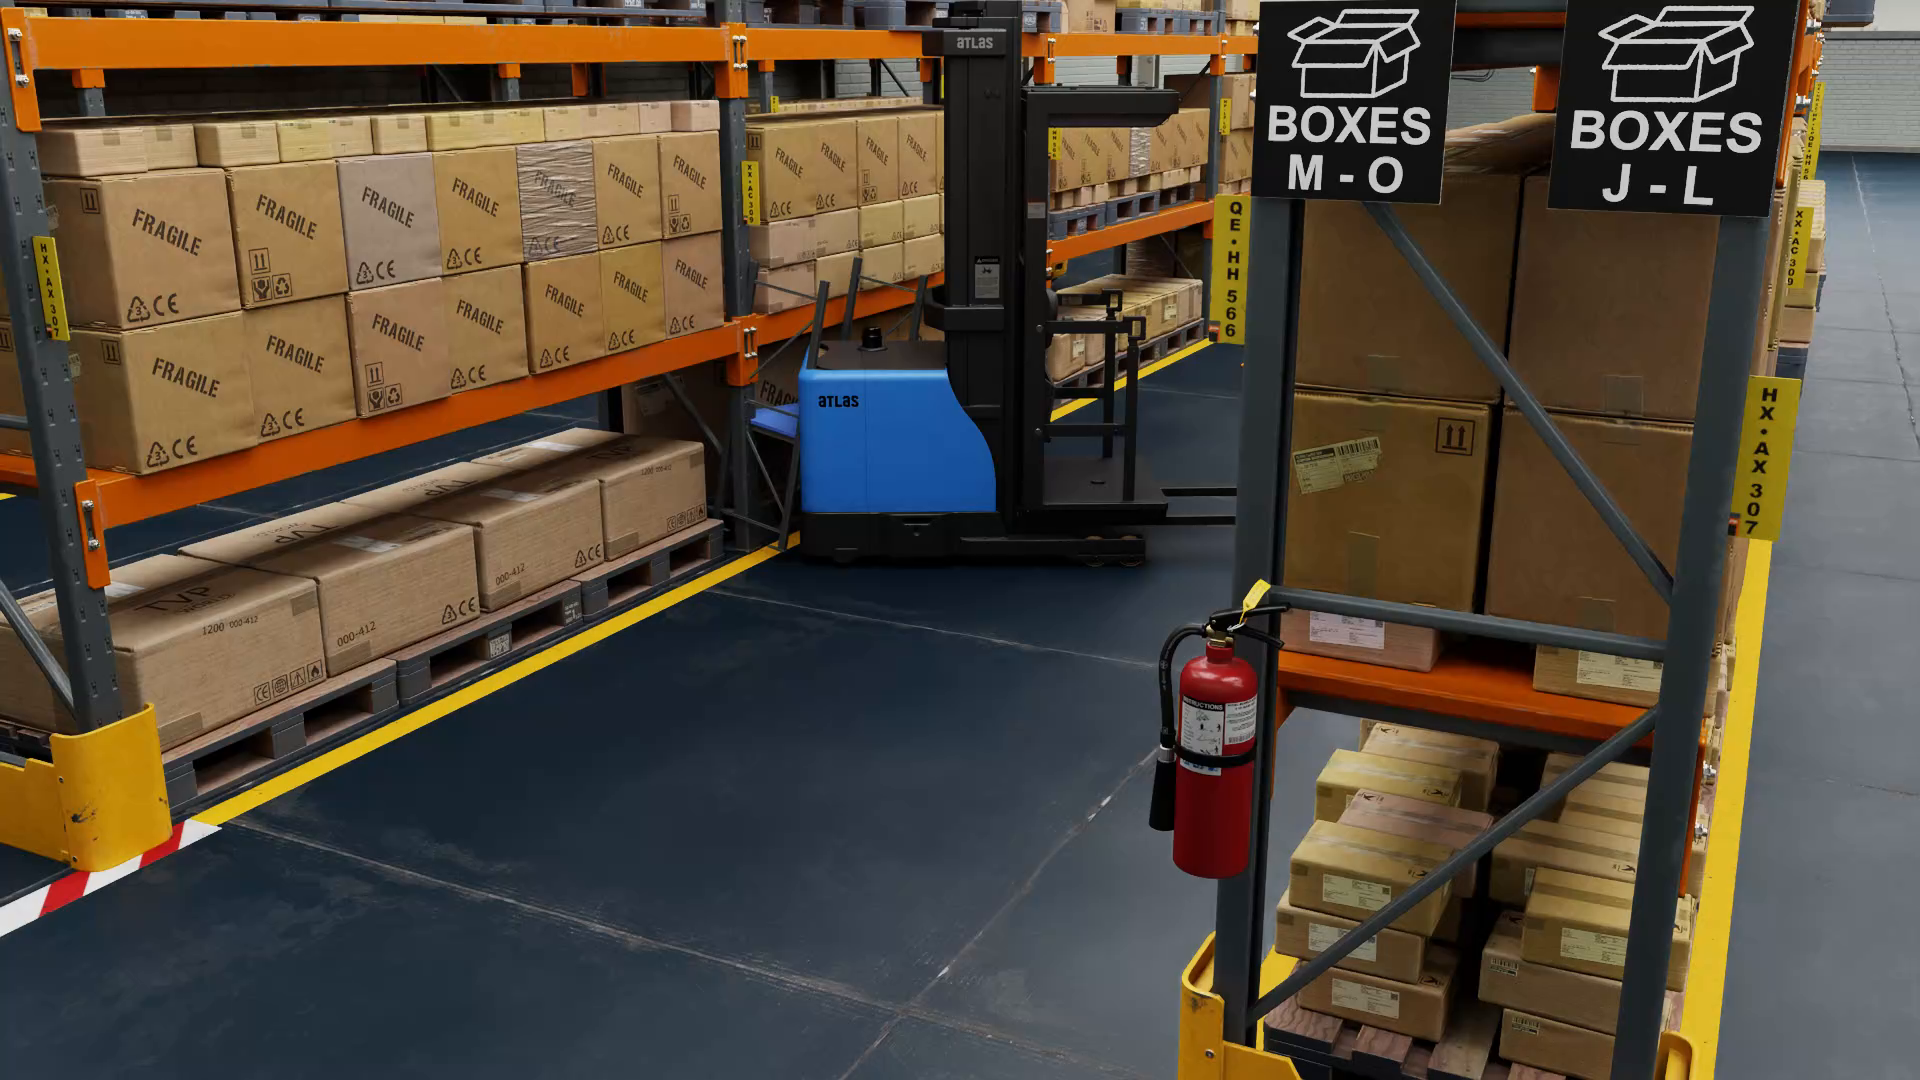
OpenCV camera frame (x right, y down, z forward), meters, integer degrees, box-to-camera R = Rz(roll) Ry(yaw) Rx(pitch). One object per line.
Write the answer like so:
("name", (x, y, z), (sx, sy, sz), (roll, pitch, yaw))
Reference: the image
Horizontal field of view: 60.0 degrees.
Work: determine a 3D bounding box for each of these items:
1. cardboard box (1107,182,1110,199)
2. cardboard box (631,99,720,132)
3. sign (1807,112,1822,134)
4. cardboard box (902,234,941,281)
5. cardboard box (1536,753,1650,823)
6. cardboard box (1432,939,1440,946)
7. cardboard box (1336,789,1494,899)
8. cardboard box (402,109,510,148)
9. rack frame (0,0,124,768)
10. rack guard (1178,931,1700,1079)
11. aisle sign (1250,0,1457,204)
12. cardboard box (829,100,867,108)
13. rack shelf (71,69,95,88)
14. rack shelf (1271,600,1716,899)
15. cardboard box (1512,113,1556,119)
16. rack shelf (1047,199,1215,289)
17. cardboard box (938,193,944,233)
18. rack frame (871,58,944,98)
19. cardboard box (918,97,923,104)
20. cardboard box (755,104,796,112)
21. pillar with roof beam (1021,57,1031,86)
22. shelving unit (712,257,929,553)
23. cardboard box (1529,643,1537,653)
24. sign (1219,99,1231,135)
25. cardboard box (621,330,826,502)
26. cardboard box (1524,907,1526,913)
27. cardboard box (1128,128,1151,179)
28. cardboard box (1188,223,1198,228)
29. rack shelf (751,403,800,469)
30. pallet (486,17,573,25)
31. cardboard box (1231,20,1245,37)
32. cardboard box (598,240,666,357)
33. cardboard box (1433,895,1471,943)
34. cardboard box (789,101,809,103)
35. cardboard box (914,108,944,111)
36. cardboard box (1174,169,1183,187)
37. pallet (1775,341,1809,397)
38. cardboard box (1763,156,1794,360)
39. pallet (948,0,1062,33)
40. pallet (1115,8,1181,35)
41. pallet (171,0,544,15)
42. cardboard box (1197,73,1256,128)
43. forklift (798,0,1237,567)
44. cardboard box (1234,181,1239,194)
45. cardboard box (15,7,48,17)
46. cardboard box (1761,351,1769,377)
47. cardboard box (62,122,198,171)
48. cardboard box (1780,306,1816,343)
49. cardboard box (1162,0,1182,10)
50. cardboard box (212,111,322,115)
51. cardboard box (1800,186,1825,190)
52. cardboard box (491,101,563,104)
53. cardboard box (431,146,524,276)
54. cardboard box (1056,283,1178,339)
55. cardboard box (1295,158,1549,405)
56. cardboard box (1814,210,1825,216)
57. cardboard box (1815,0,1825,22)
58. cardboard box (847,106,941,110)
("cardboard box", (1.004, -2.865, 13.606), (0.380, 0.149, 0.250), (9, 19, 29))
("cardboard box", (-1.447, -2.155, 8.442), (0.380, 0.149, 0.250), (8, 18, 24))
("sign", (6.944, -3.320, 13.540), (0.100, 0.325, 0.005), (8, 18, 25))
("cardboard box", (-0.457, -1.829, 10.678), (0.500, 0.250, 0.500), (8, 18, 24))
("cardboard box", (1.910, 0.770, 4.889), (0.380, 0.149, 0.250), (7, 18, 23))
("cardboard box", (1.165, 1.113, 4.778), (0.380, 0.149, 0.250), (9, 19, 27))
("cardboard box", (1.265, 0.843, 4.642), (0.380, 0.149, 0.250), (8, 19, 26))
("cardboard box", (-2.171, -1.773, 7.155), (0.380, 0.149, 0.250), (8, 18, 25))
("rack frame", (-3.382, -0.417, 5.661), (1.000, 3.000, 0.127), (8, 18, 25))
("rack guard", (1.126, 1.366, 4.048), (1.175, 0.500, 0.348), (8, 18, 25))
("aisle sign", (0.791, -1.079, 3.323), (0.394, 0.787, 0.004), (8, 18, 25))
("cardboard box", (-1.326, -5.115, 19.641), (0.380, 0.149, 0.250), (8, 18, 26))
("rack shelf", (-6.930, -2.650, 9.174), (1.077, 0.370, 4.000), (8, 18, 25))
("rack shelf", (1.986, 0.022, 5.445), (1.077, 0.370, 4.000), (8, 18, 25))
("cardboard box", (2.460, -1.418, 6.576), (0.500, 0.500, 0.500), (9, 19, 27))
("rack shelf", (1.087, -2.619, 14.339), (1.077, 0.370, 4.000), (8, 18, 25))
("cardboard box", (-0.232, -2.203, 11.058), (0.500, 0.250, 0.500), (8, 18, 24))
("rack frame", (-0.674, -5.123, 21.505), (1.000, 3.000, 0.127), (8, 18, 25))
("cardboard box", (-0.646, -5.507, 20.959), (0.380, 0.149, 0.250), (8, 18, 26))
("cardboard box", (-2.034, -4.730, 18.343), (0.380, 0.149, 0.250), (8, 19, 26))
("pillar with roof beam", (4.741, -8.917, 23.741), (9.100, 9.000, 0.400), (8, 18, 25))
("shelving unit", (-0.785, -0.796, 9.419), (0.538, 1.500, 1.048), (19, 18, 26))
("cardboard box", (1.607, 0.196, 4.036), (0.380, 0.149, 0.250), (9, 19, 27))
("sign", (2.479, -3.959, 15.552), (0.100, 0.325, 0.005), (8, 18, 25))
("cardboard box", (-1.389, -0.787, 9.900), (0.875, 0.875, 0.875), (9, 19, 27))
("cardboard box", (1.729, 1.046, 4.481), (0.380, 0.149, 0.250), (8, 18, 25))
("cardboard box", (1.290, -3.328, 14.025), (0.500, 0.500, 0.500), (7, 18, 23))
("cardboard box", (2.231, -3.031, 17.236), (0.500, 0.500, 0.500), (8, 19, 26))
("rack shelf", (-0.818, -0.627, 9.470), (0.538, 0.185, 1.000), (19, 18, 26))
("pallet", (-4.026, -4.617, 14.864), (1.213, 0.211, 1.003), (9, 19, 28))
("cardboard box", (2.509, -4.899, 15.922), (0.380, 0.149, 0.250), (8, 18, 25))
("cardboard box", (-1.798, -1.202, 8.126), (0.500, 0.500, 0.500), (8, 18, 24))
("cardboard box", (1.237, 0.979, 4.707), (0.380, 0.149, 0.250), (8, 18, 24))
("cardboard box", (-1.988, -5.048, 19.413), (0.380, 0.149, 0.250), (8, 18, 25))
("cardboard box", (-0.026, -2.685, 11.366), (0.500, 0.500, 0.500), (8, 19, 26))
("cardboard box", (1.781, -3.253, 14.913), (0.380, 0.149, 0.250), (8, 18, 24))
("pallet", (3.351, -0.916, 7.678), (1.003, 0.211, 1.213), (8, 18, 25))
("cardboard box", (1.750, -0.693, 4.135), (0.500, 0.500, 0.500), (9, 19, 27))
("pallet", (-0.047, -3.632, 11.546), (1.213, 0.211, 1.003), (9, 19, 28))
("pallet", (1.149, -4.413, 14.177), (1.213, 0.211, 1.003), (8, 18, 25))
("pallet", (-2.515, -2.315, 6.937), (1.003, 0.211, 1.213), (8, 18, 25))
("cardboard box", (2.619, -4.355, 16.466), (0.700, 0.500, 0.500), (8, 18, 26))
("forklift", (0.630, -1.410, 9.125), (3.031, 2.935, 1.130), (0, 17, -2))
("cardboard box", (2.566, -3.535, 16.600), (0.380, 0.149, 0.250), (8, 18, 25))
("cardboard box", (-5.933, -3.255, 10.388), (0.380, 0.149, 0.250), (8, 18, 25))
("cardboard box", (1.986, -0.346, 4.722), (0.500, 0.500, 0.500), (8, 18, 26))
("cardboard box", (-2.922, -1.386, 5.853), (0.380, 0.149, 0.250), (9, 19, 27))
("cardboard box", (3.467, -0.955, 7.174), (0.380, 0.149, 0.250), (7, 18, 23))
("cardboard box", (1.619, -4.746, 14.491), (0.500, 0.250, 0.500), (8, 18, 26))
("cardboard box", (-2.879, -1.704, 6.923), (0.380, 0.149, 0.250), (9, 19, 27))
("cardboard box", (4.627, -1.903, 9.323), (0.380, 0.149, 0.250), (9, 19, 27))
("cardboard box", (-2.144, -2.089, 8.218), (0.380, 0.149, 0.250), (8, 18, 25))
("cardboard box", (-2.242, -1.422, 7.113), (0.500, 0.500, 0.500), (8, 18, 26))
("cardboard box", (1.430, -2.098, 15.197), (0.950, 0.372, 0.625), (9, 19, 29))
("cardboard box", (1.074, -0.631, 3.927), (0.500, 0.500, 0.500), (8, 18, 24))
("cardboard box", (3.930, -1.505, 7.983), (0.380, 0.149, 0.250), (8, 18, 25))
("cardboard box", (2.902, -2.039, 6.115), (0.500, 0.250, 0.500), (9, 19, 27))
("cardboard box", (-0.459, -2.760, 11.617), (0.500, 0.500, 0.500), (8, 18, 26))
